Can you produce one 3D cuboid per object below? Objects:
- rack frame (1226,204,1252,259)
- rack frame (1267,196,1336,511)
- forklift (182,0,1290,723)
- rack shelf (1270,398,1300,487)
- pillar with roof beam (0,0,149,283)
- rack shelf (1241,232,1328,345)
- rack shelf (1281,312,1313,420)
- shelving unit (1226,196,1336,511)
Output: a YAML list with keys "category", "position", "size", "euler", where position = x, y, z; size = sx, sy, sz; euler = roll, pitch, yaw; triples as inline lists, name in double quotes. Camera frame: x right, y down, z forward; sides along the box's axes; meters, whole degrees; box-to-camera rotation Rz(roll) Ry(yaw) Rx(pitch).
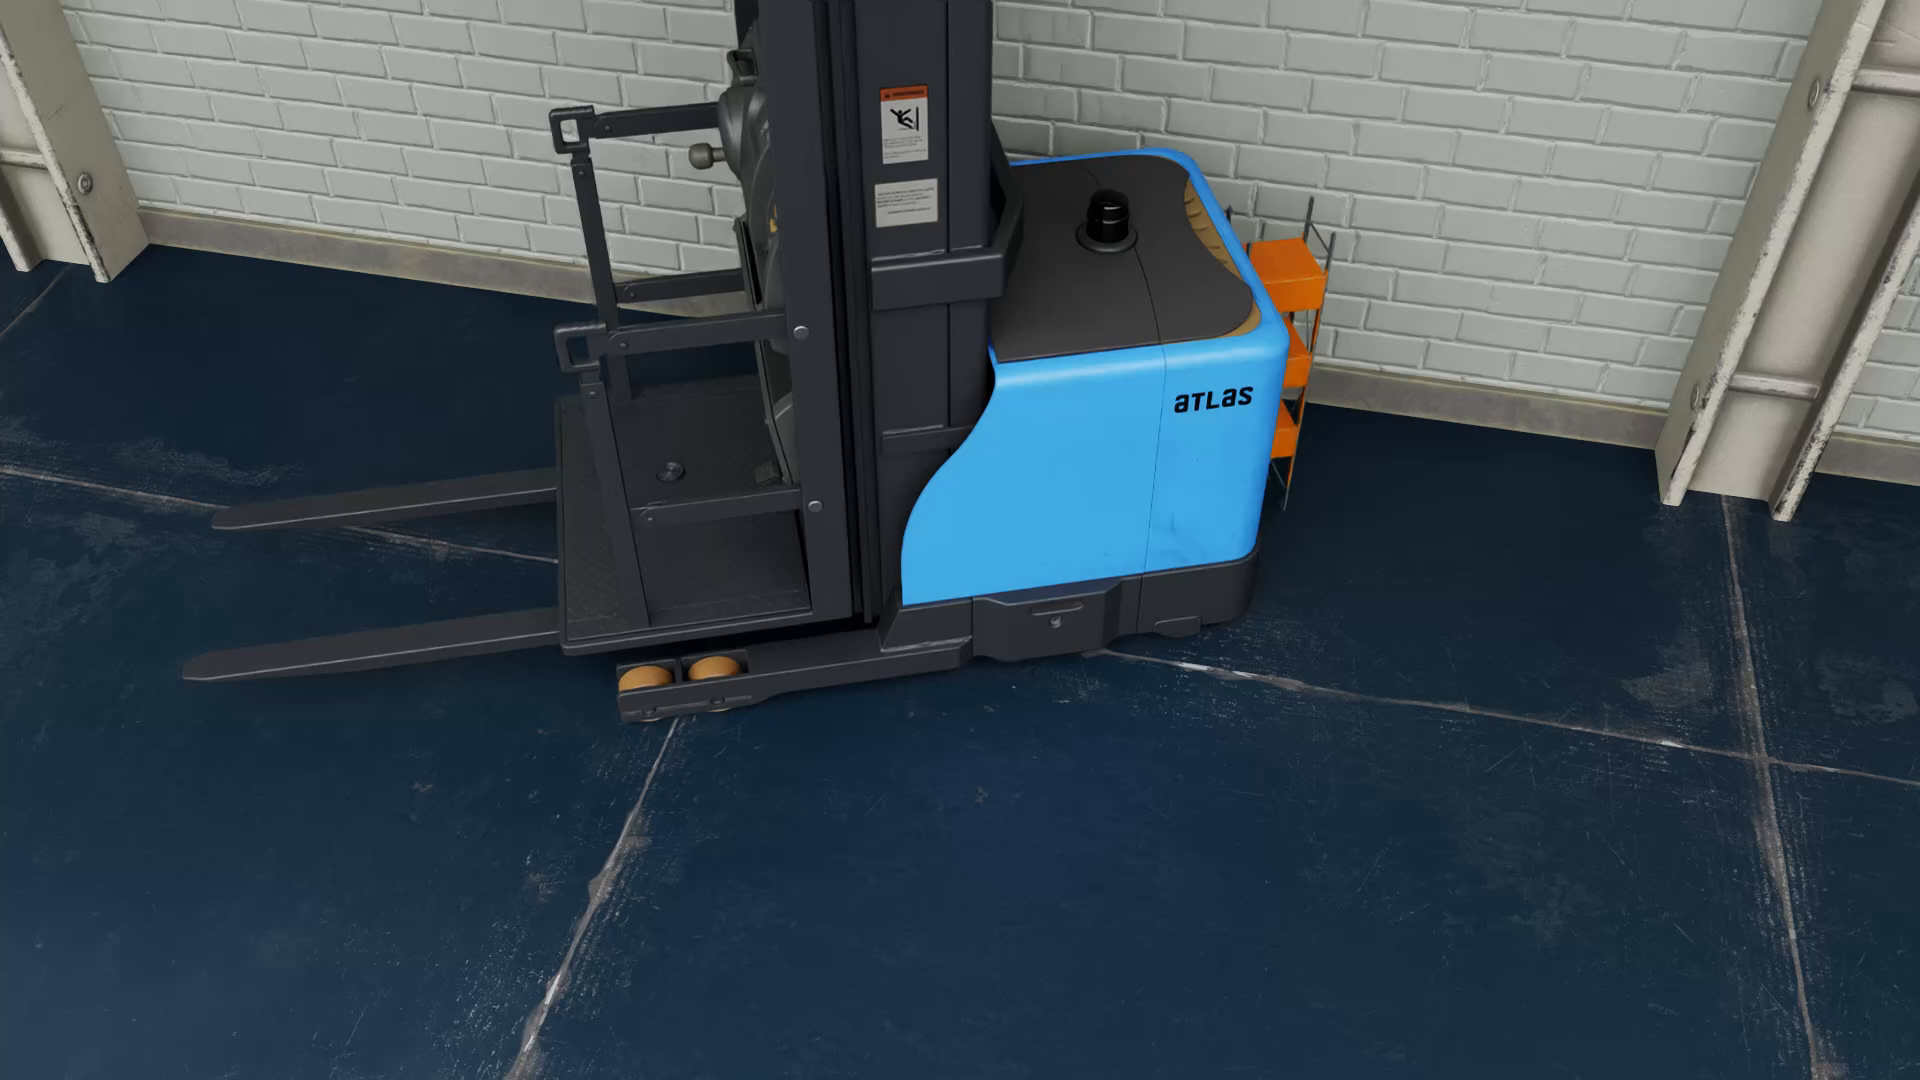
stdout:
- category: "rack frame"
  position: [0.784, -0.508, 5.020]
  size: [0.008, 1.050, 0.200]
  euler: [-7, 44, -8]
- category: "rack frame"
  position: [1.024, -0.539, 5.053]
  size: [0.008, 1.050, 0.200]
  euler: [-7, 44, -8]
- category: "forklift"
  position: [-0.699, -0.940, 4.113]
  size: [3.031, 2.935, 1.130]
  euler: [-7, 44, -8]
- category: "rack shelf"
  position: [0.904, -0.315, 5.237]
  size: [0.240, 0.259, 0.215]
  euler: [-7, 44, -8]
- category: "pillar with roof beam"
  position: [-4.301, -1.429, 0.246]
  size: [0.400, 9.000, 9.100]
  euler: [9, 45, 9]
- category: "rack shelf"
  position: [0.904, -0.720, 4.847]
  size: [0.240, 0.259, 0.215]
  euler: [-7, 44, -8]
- category: "rack shelf"
  position: [0.904, -0.516, 5.044]
  size: [0.240, 0.259, 0.215]
  euler: [-7, 44, -8]
- category: "shelving unit"
  position: [0.904, -0.523, 5.037]
  size: [0.252, 1.050, 0.215]
  euler: [-7, 44, -8]
